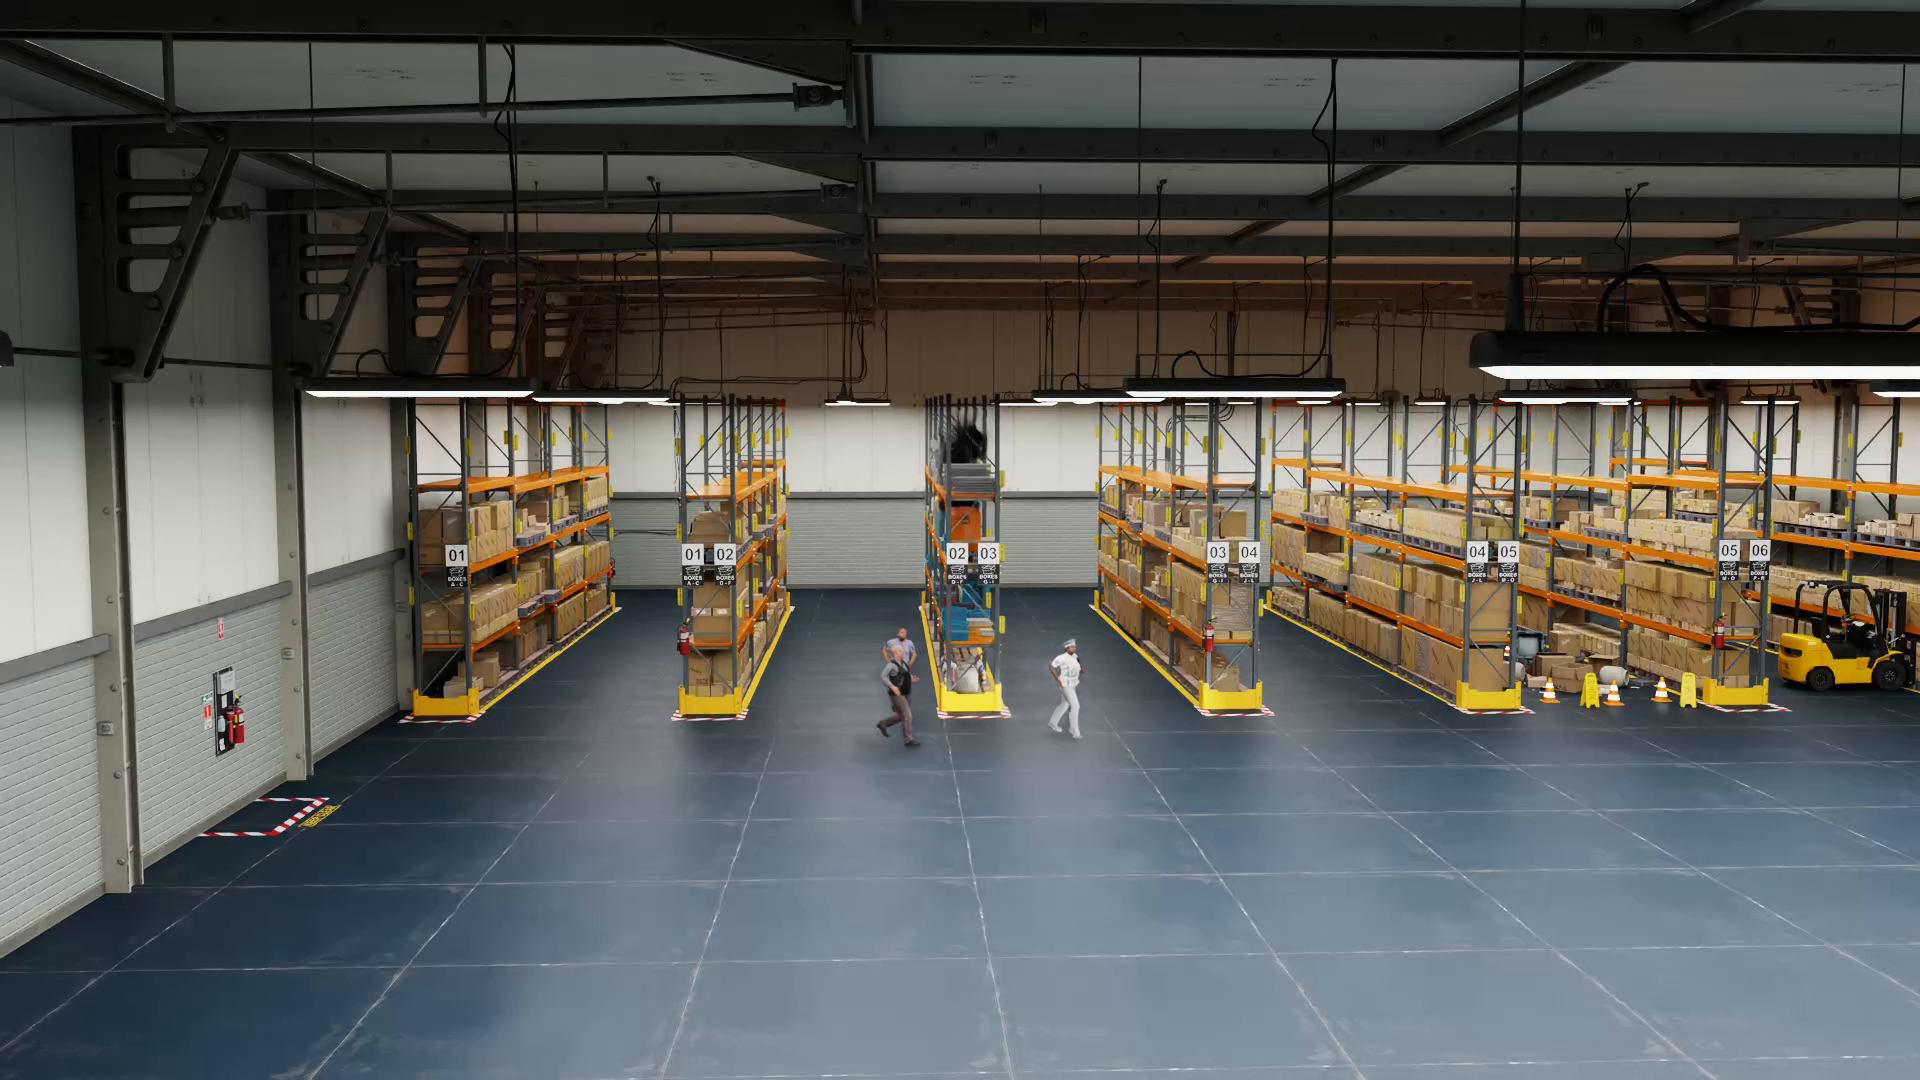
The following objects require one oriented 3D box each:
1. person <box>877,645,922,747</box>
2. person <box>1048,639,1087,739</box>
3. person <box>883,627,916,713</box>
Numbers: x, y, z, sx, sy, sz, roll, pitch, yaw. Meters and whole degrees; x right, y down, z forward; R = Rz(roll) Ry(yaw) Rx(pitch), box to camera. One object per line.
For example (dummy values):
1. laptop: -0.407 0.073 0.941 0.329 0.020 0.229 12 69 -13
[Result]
1. person: -1.051 2.637 28.264 0.896 1.698 0.668 2 5 23
2. person: 1.890 2.590 29.129 0.755 1.762 0.550 3 6 35
3. person: -1.124 2.447 31.294 0.625 1.605 0.600 -1 5 -9
